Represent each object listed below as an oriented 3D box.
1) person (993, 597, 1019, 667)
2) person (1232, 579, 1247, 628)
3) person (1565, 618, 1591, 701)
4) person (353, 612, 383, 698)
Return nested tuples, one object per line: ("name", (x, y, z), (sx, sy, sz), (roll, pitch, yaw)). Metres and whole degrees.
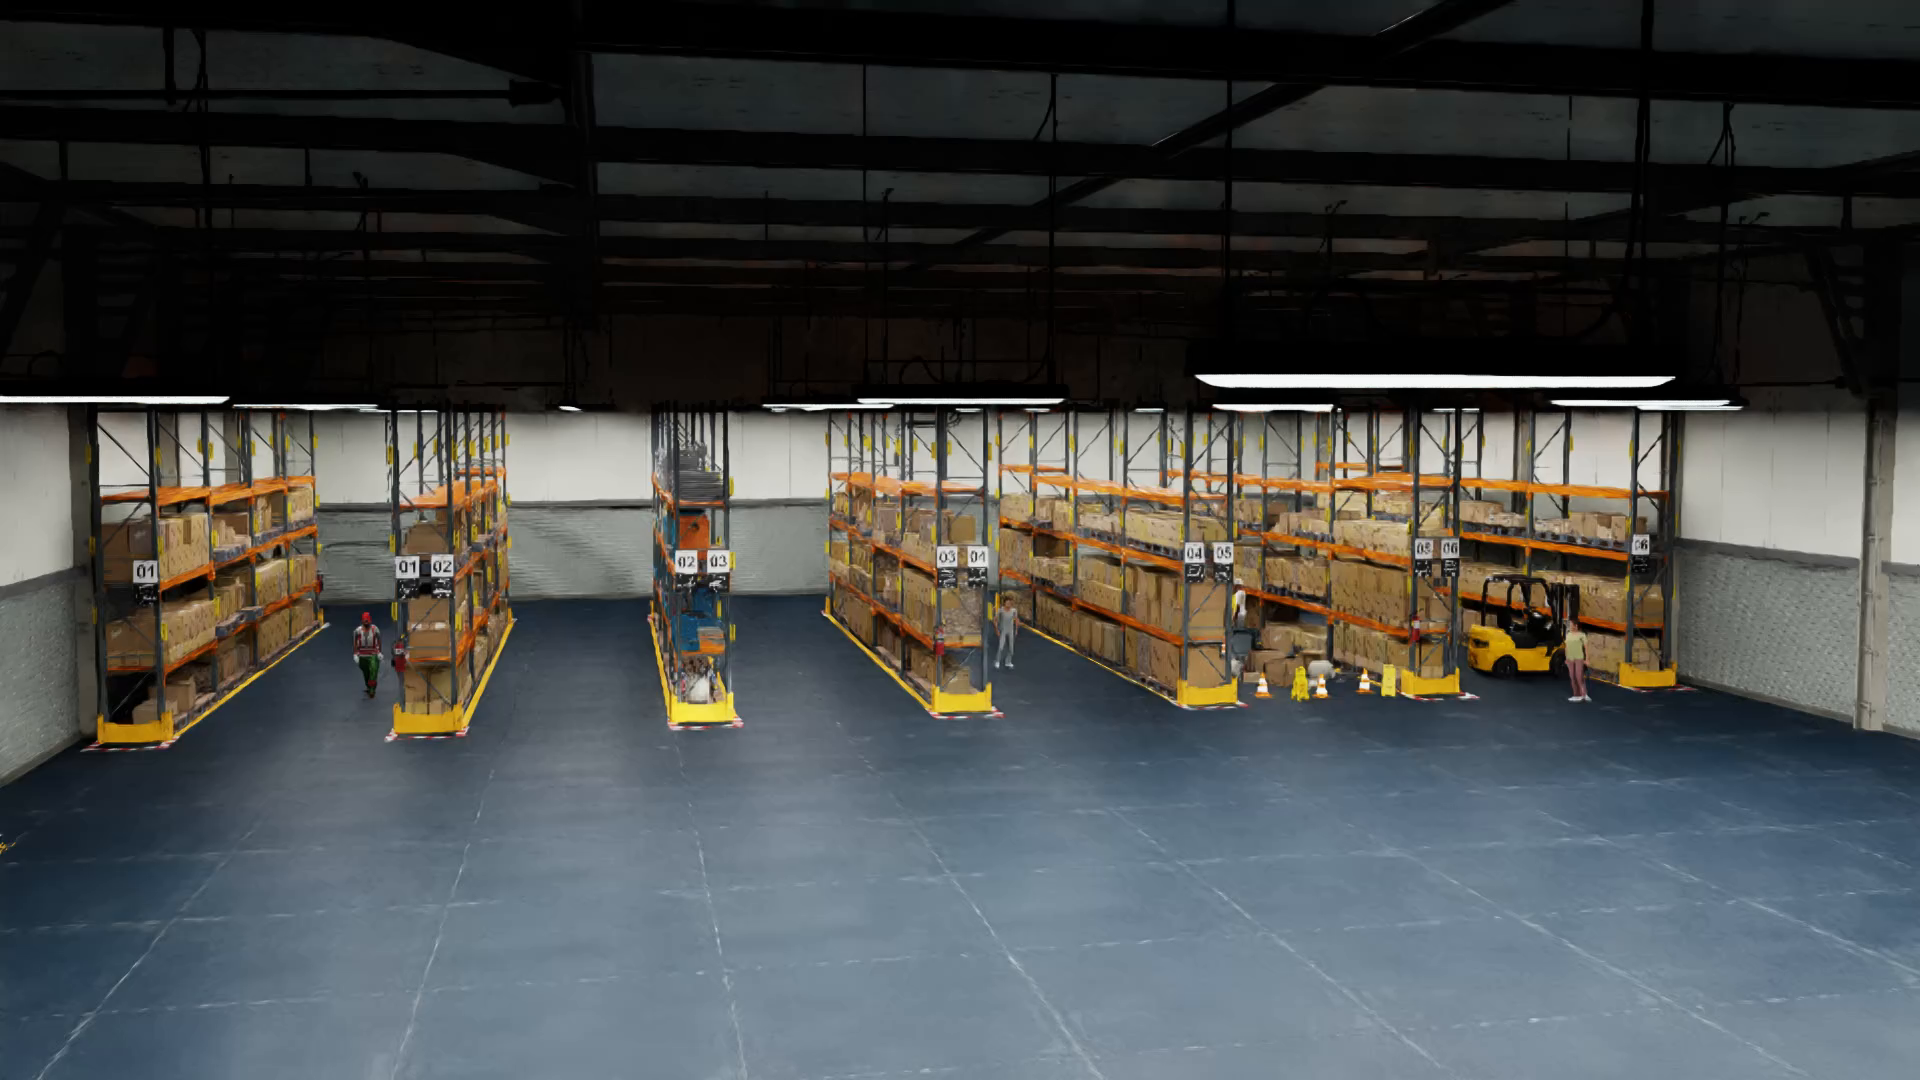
("person", (1.041, 2.078, 37.739), (0.580, 1.618, 0.507), (-1, 4, -13))
("person", (6.677, 1.805, 40.101), (0.585, 1.763, 0.679), (1, 4, 14))
("person", (12.330, 2.380, 33.179), (0.373, 1.665, 0.563), (-4, 6, -41))
("person", (-12.023, 2.313, 33.726), (0.553, 1.709, 1.123), (-1, 4, -10))
